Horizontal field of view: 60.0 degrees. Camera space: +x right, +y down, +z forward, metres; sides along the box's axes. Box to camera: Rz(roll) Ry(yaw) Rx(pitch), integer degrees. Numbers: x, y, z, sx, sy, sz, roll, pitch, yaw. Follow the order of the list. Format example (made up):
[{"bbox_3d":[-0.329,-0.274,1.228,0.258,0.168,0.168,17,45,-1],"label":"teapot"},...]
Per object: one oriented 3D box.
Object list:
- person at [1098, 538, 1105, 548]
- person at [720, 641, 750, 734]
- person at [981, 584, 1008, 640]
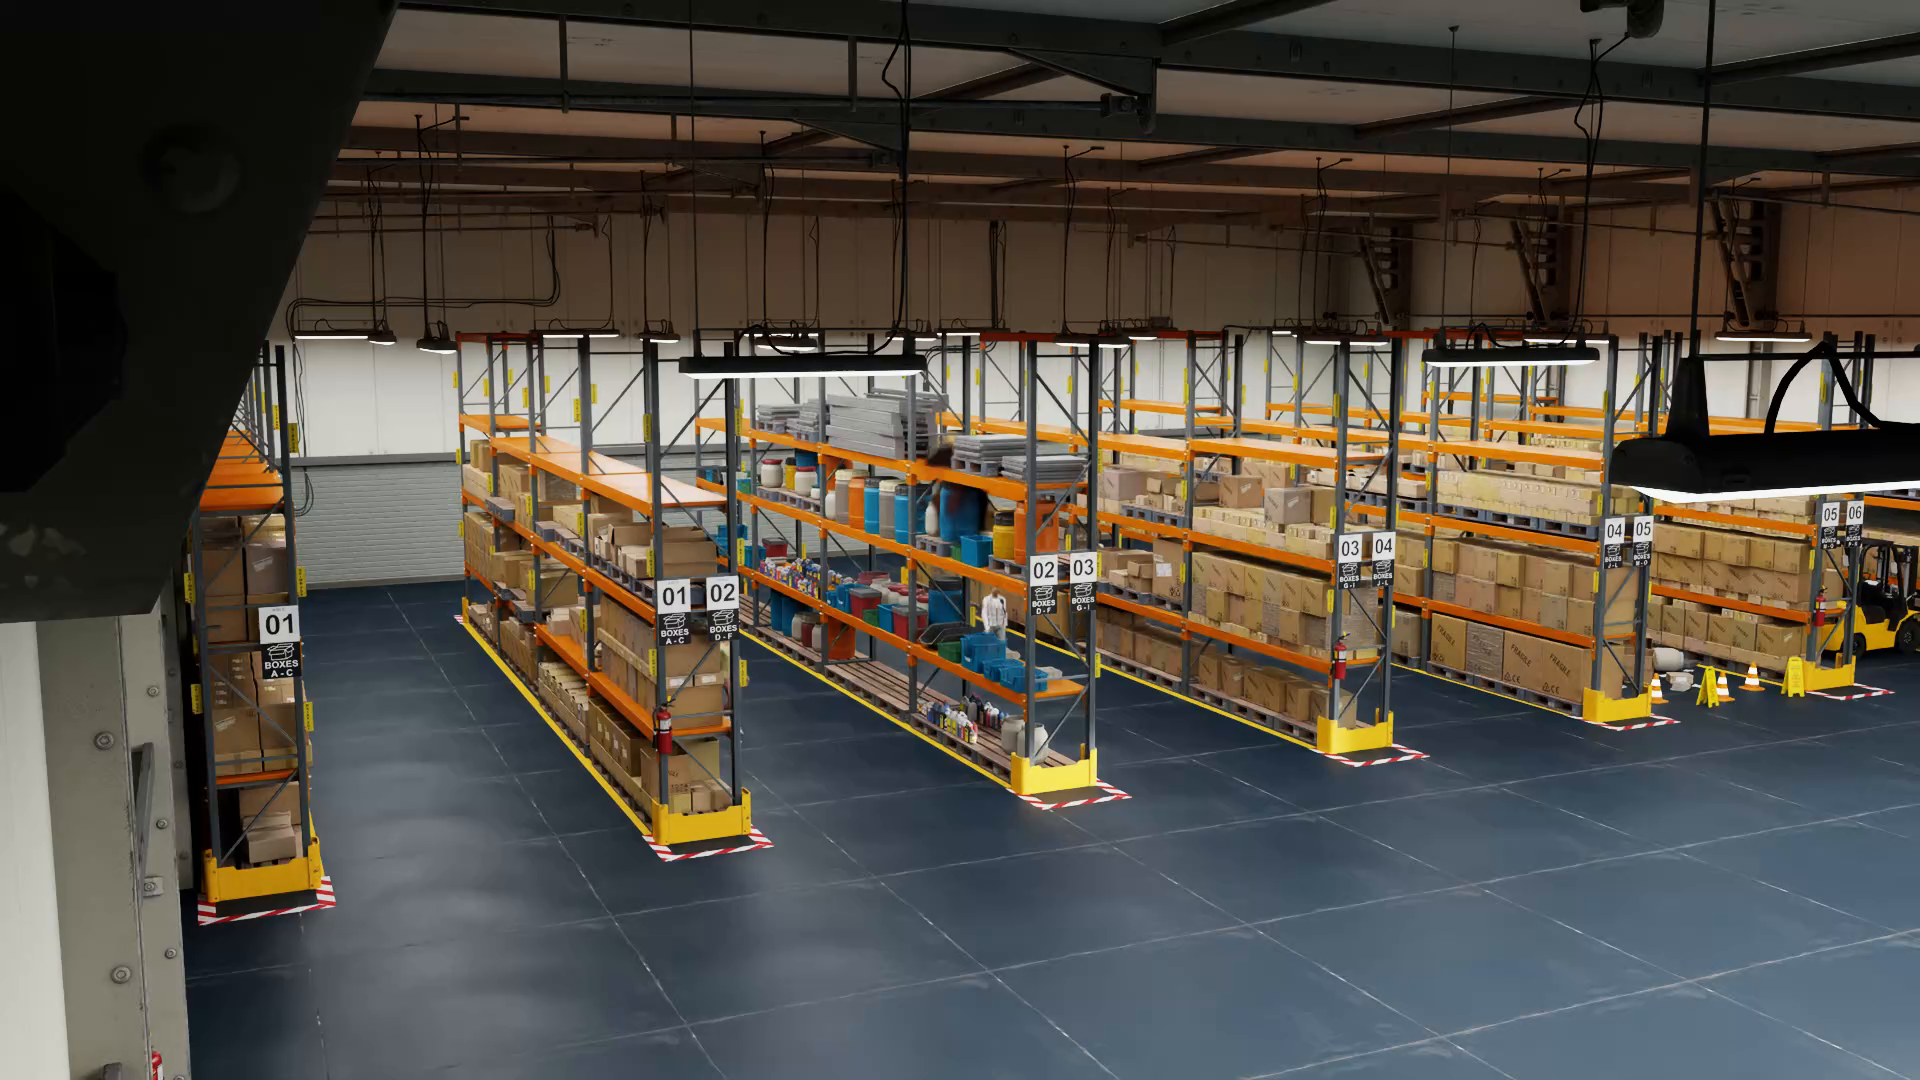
[{"bbox_3d":[2.875,0.646,35.800,0.618,1.723,0.856,-4,9,-27],"label":"person"},{"bbox_3d":[-3.494,2.104,25.361,0.540,1.621,0.961,-5,9,-35],"label":"person"},{"bbox_3d":[0.616,1.519,29.673,0.555,1.646,0.952,-5,9,-30],"label":"person"}]
